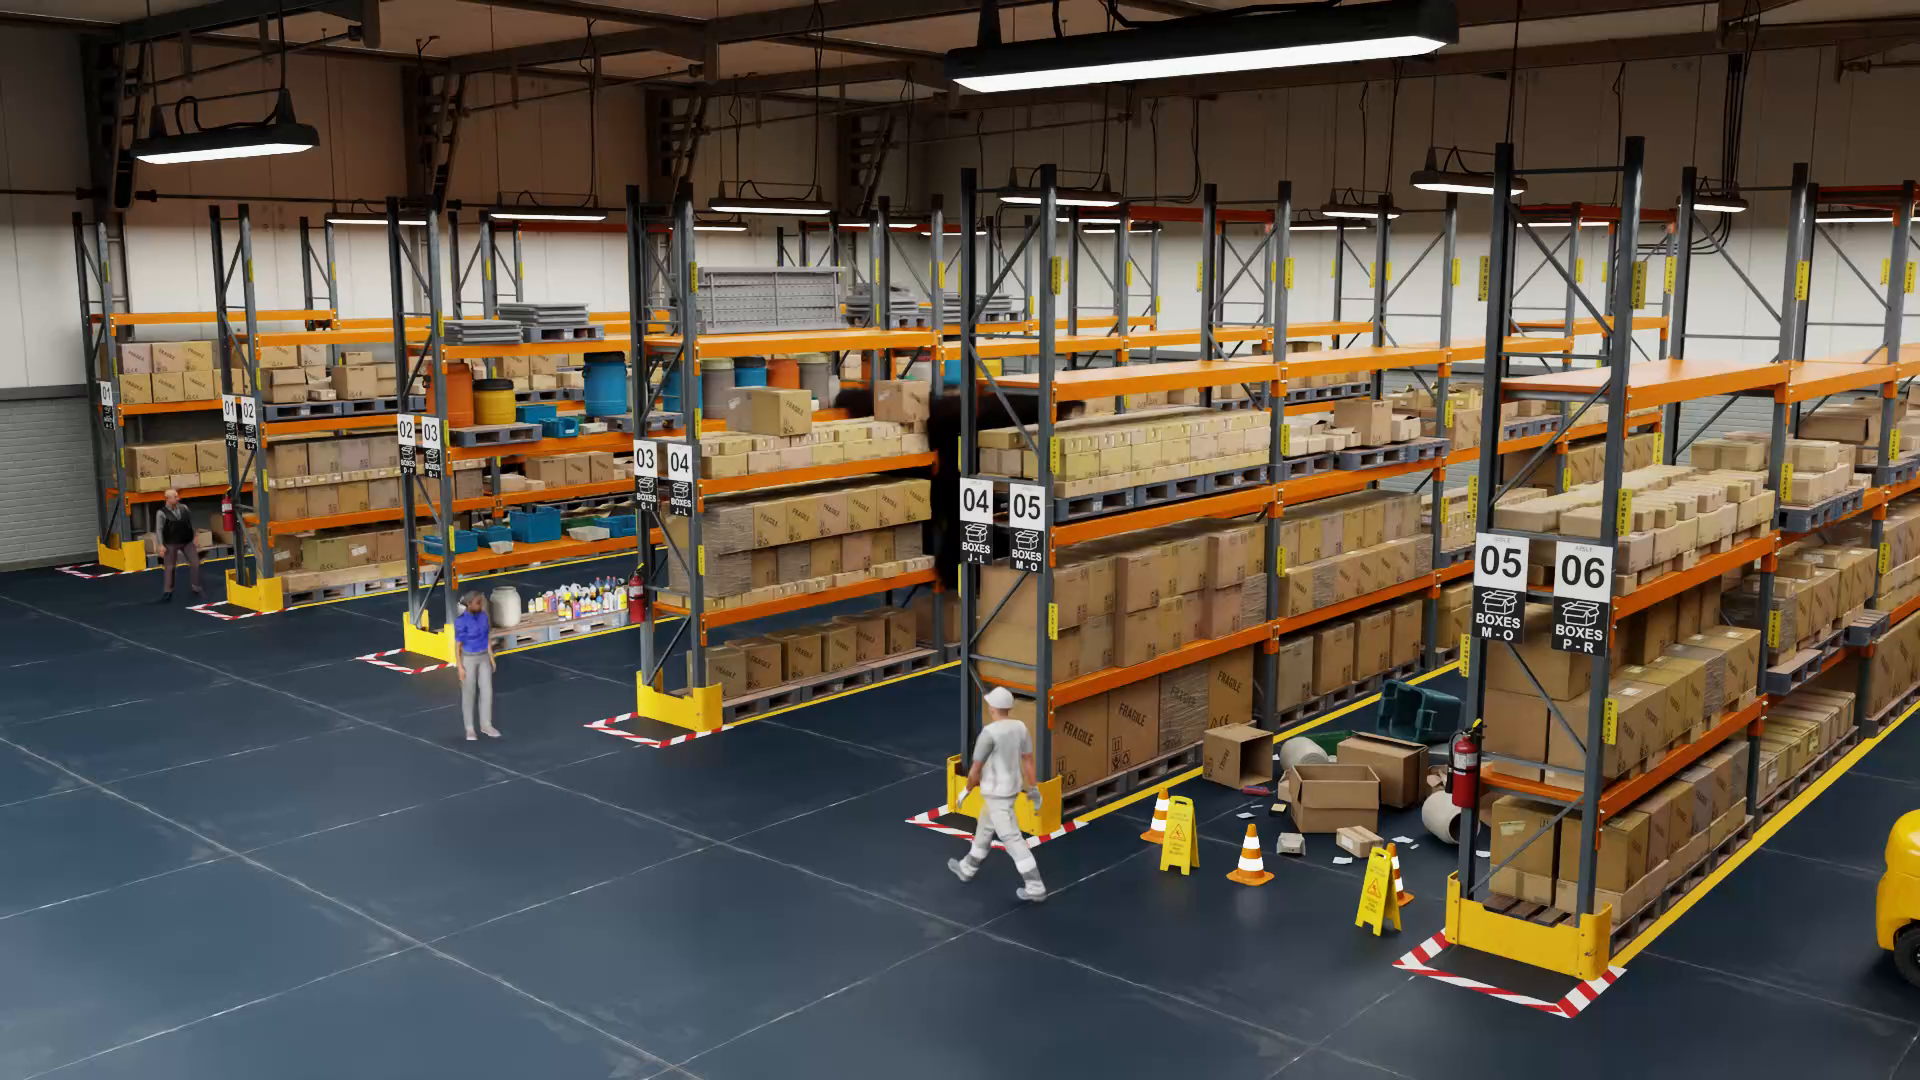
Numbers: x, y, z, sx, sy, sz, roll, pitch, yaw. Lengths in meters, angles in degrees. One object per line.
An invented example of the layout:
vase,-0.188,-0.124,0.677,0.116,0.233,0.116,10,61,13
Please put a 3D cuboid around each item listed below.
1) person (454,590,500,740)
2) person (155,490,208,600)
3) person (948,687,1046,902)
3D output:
person,-5.311,1.354,18.192,0.380,1.665,0.471,7,12,35
person,-12.080,0.086,25.709,0.671,1.763,0.473,-8,13,-41
person,0.269,2.054,13.622,1.042,1.740,0.518,5,11,26
